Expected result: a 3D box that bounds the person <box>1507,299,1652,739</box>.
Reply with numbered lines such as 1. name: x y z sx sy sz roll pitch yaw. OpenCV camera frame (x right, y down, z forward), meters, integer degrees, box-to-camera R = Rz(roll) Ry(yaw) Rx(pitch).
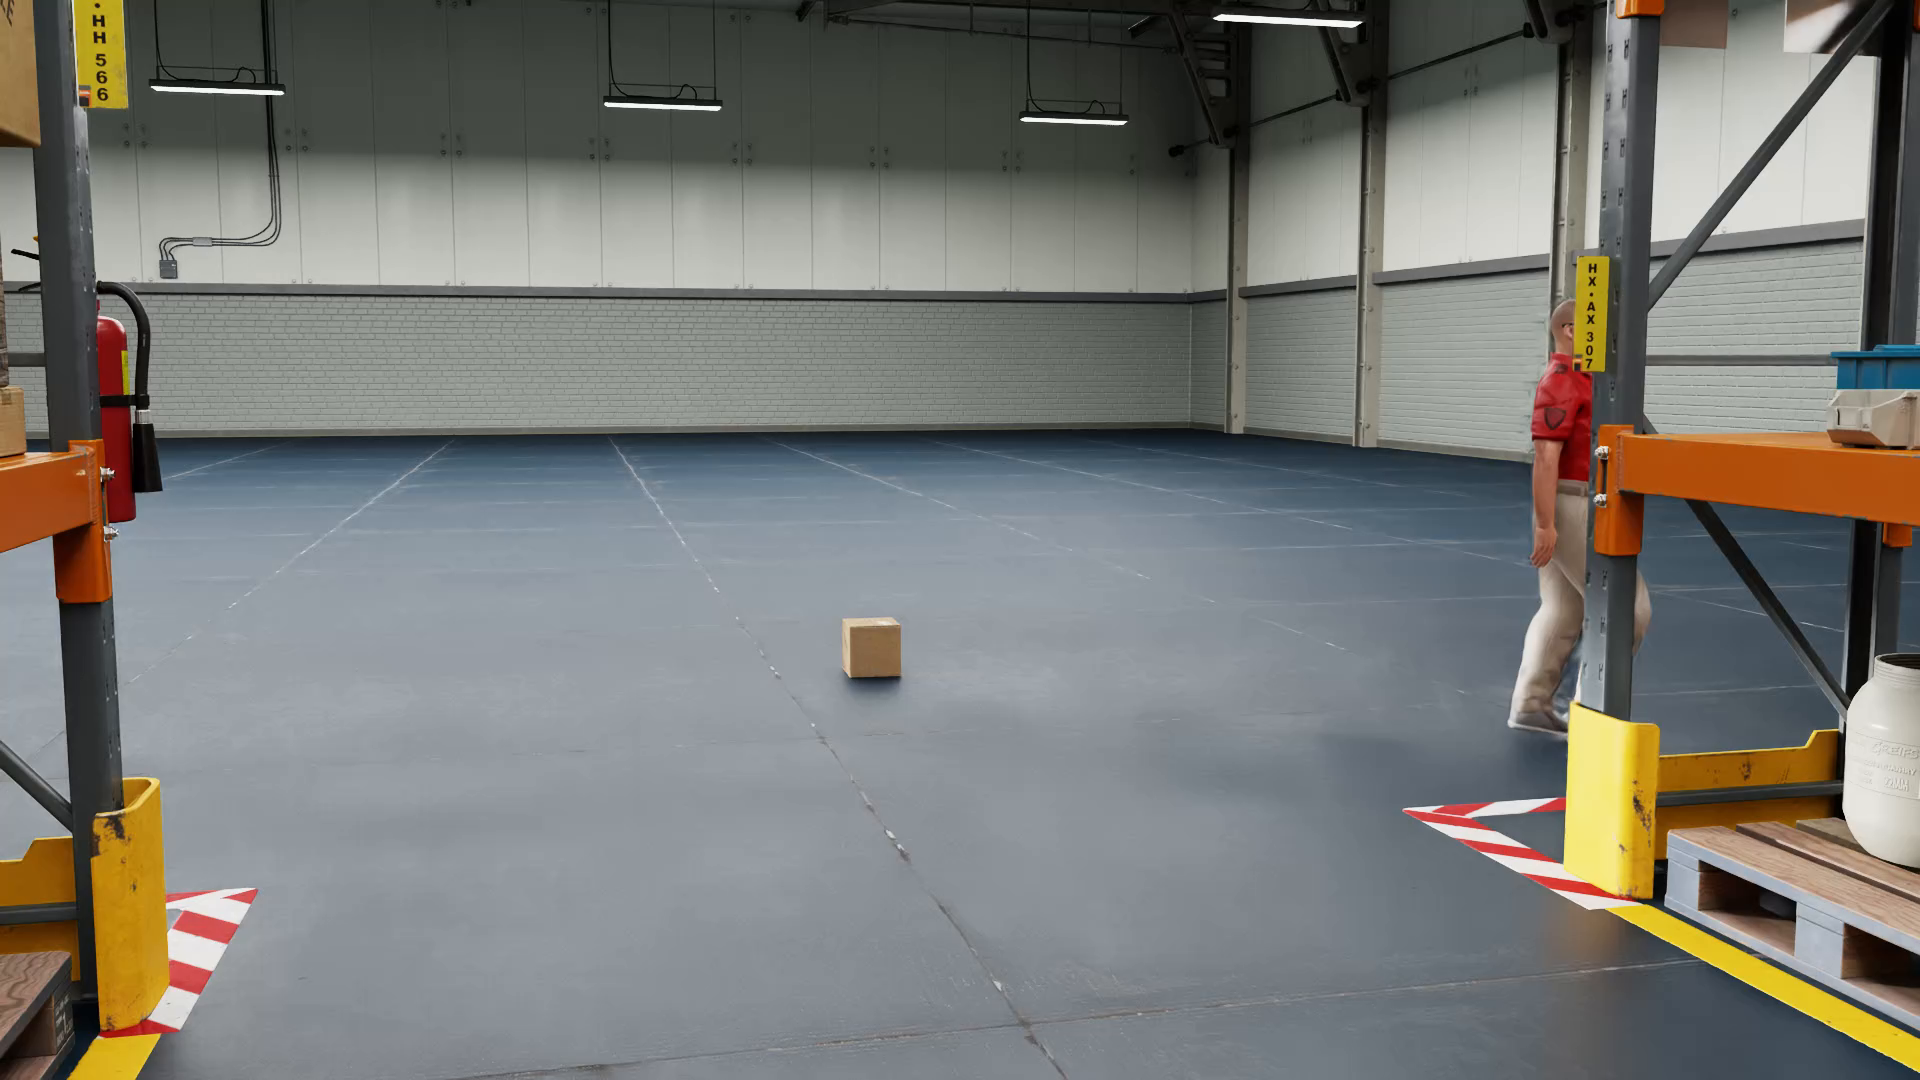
1. person: 2.417 -0.028 6.448 0.516 1.797 0.548 3 7 23
